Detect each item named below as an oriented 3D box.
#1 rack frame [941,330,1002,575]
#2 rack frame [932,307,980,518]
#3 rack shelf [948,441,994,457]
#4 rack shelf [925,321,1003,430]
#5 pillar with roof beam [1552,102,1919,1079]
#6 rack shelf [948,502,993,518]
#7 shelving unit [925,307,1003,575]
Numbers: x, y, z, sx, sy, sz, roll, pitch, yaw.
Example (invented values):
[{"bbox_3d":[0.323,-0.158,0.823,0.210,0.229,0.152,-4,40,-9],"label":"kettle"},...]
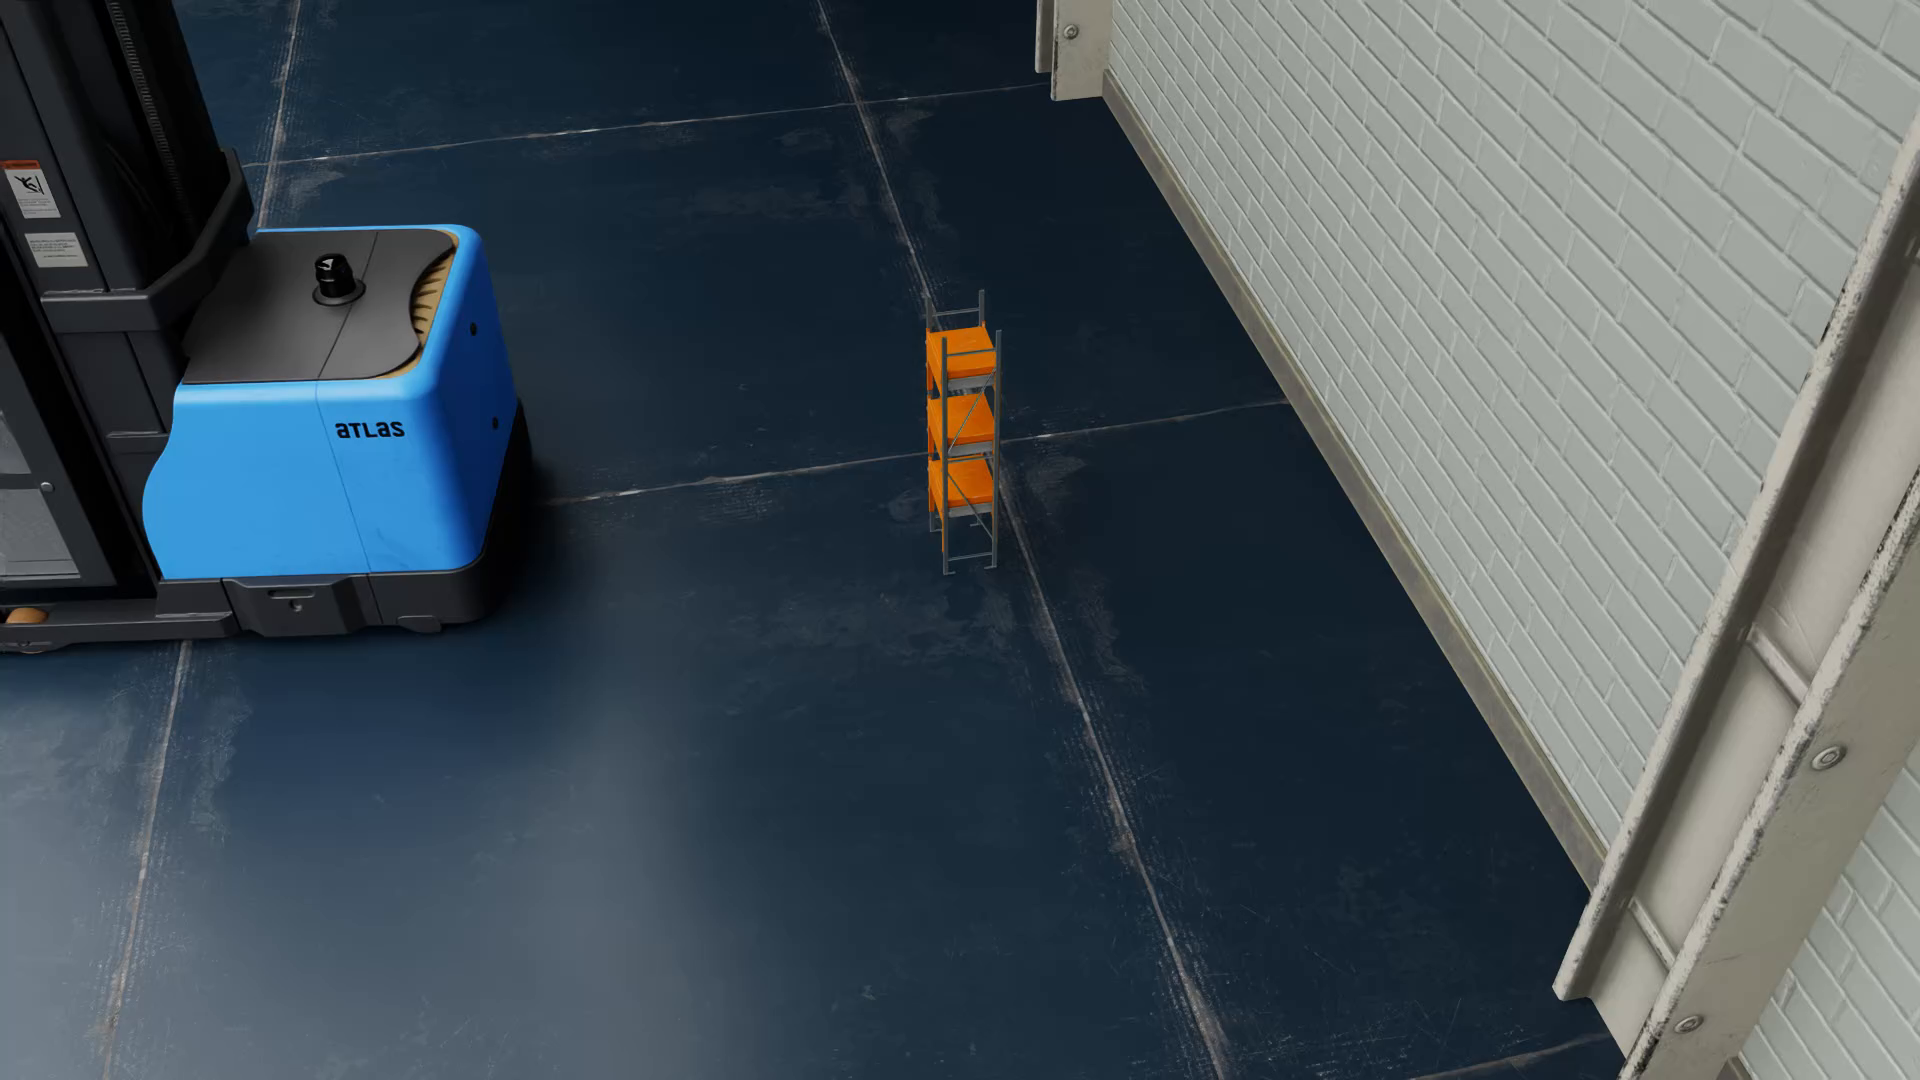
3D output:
[{"bbox_3d":[0.038,-0.279,5.773,0.200,1.050,0.008,-8,42,-9],"label":"rack frame"},{"bbox_3d":[-0.015,-0.437,5.951,0.190,0.915,0.003,-8,42,-9],"label":"rack frame"},{"bbox_3d":[0.012,-0.387,5.836,0.166,0.050,0.221,-8,42,-9],"label":"rack shelf"},{"bbox_3d":[0.012,-0.562,5.681,0.215,0.259,0.240,-8,42,-9],"label":"rack shelf"},{"bbox_3d":[-2.303,-1.358,1.002,9.100,9.000,0.400,-8,42,-9],"label":"pillar with roof beam"},{"bbox_3d":[0.012,-0.180,6.021,0.166,0.050,0.221,-8,42,-9],"label":"rack shelf"},{"bbox_3d":[0.012,-0.357,5.862,0.215,1.050,0.249,-8,42,-9],"label":"shelving unit"}]
